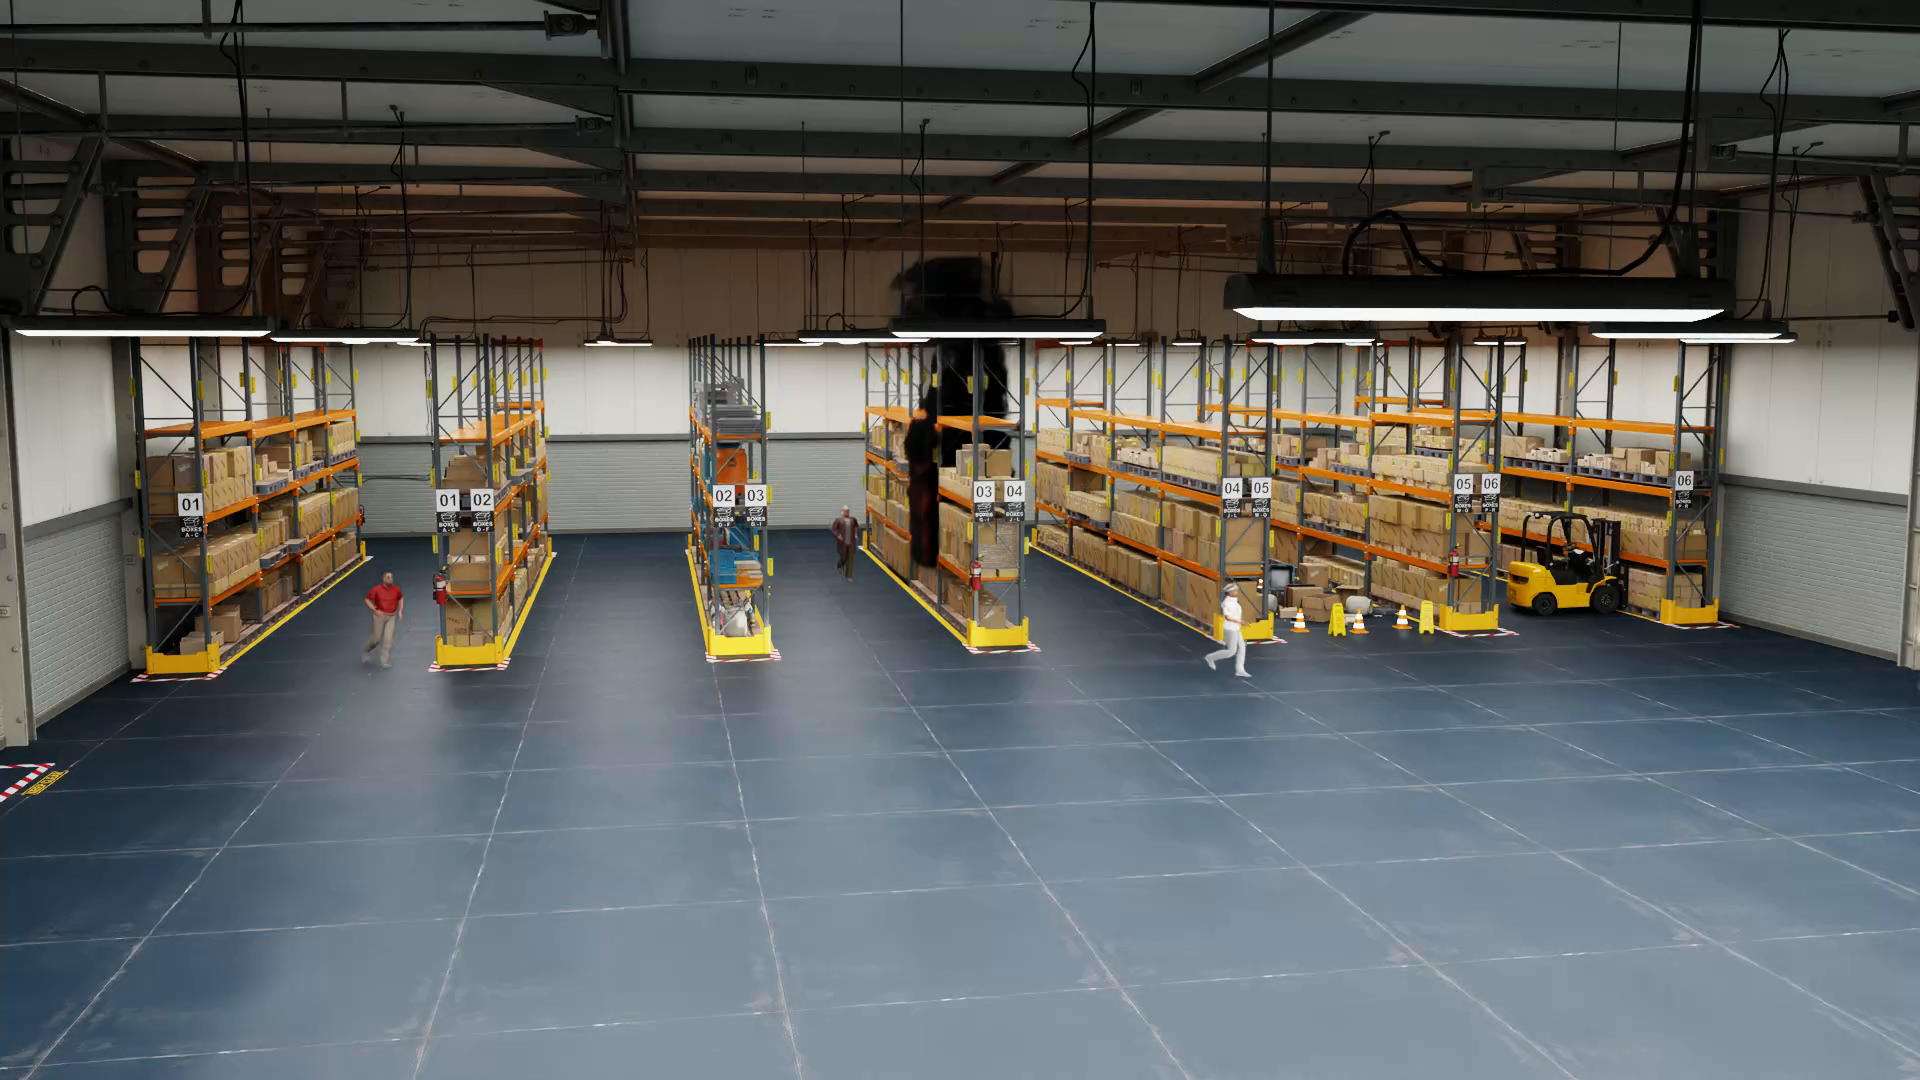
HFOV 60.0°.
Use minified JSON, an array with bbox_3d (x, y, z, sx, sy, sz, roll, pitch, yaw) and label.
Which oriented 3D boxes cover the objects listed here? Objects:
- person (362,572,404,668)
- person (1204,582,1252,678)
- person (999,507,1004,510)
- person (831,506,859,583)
[{"bbox_3d":[-10.431,1.426,30.203,0.717,1.695,0.797,-5,8,-38],"label":"person"},{"bbox_3d":[4.716,1.567,29.118,0.828,1.690,0.581,2,7,16],"label":"person"},{"bbox_3d":[0.910,-0.622,48.253,0.770,1.666,0.646,1,7,7],"label":"person"},{"bbox_3d":[-2.669,0.093,39.043,0.711,1.780,0.923,-2,7,-18],"label":"person"}]
